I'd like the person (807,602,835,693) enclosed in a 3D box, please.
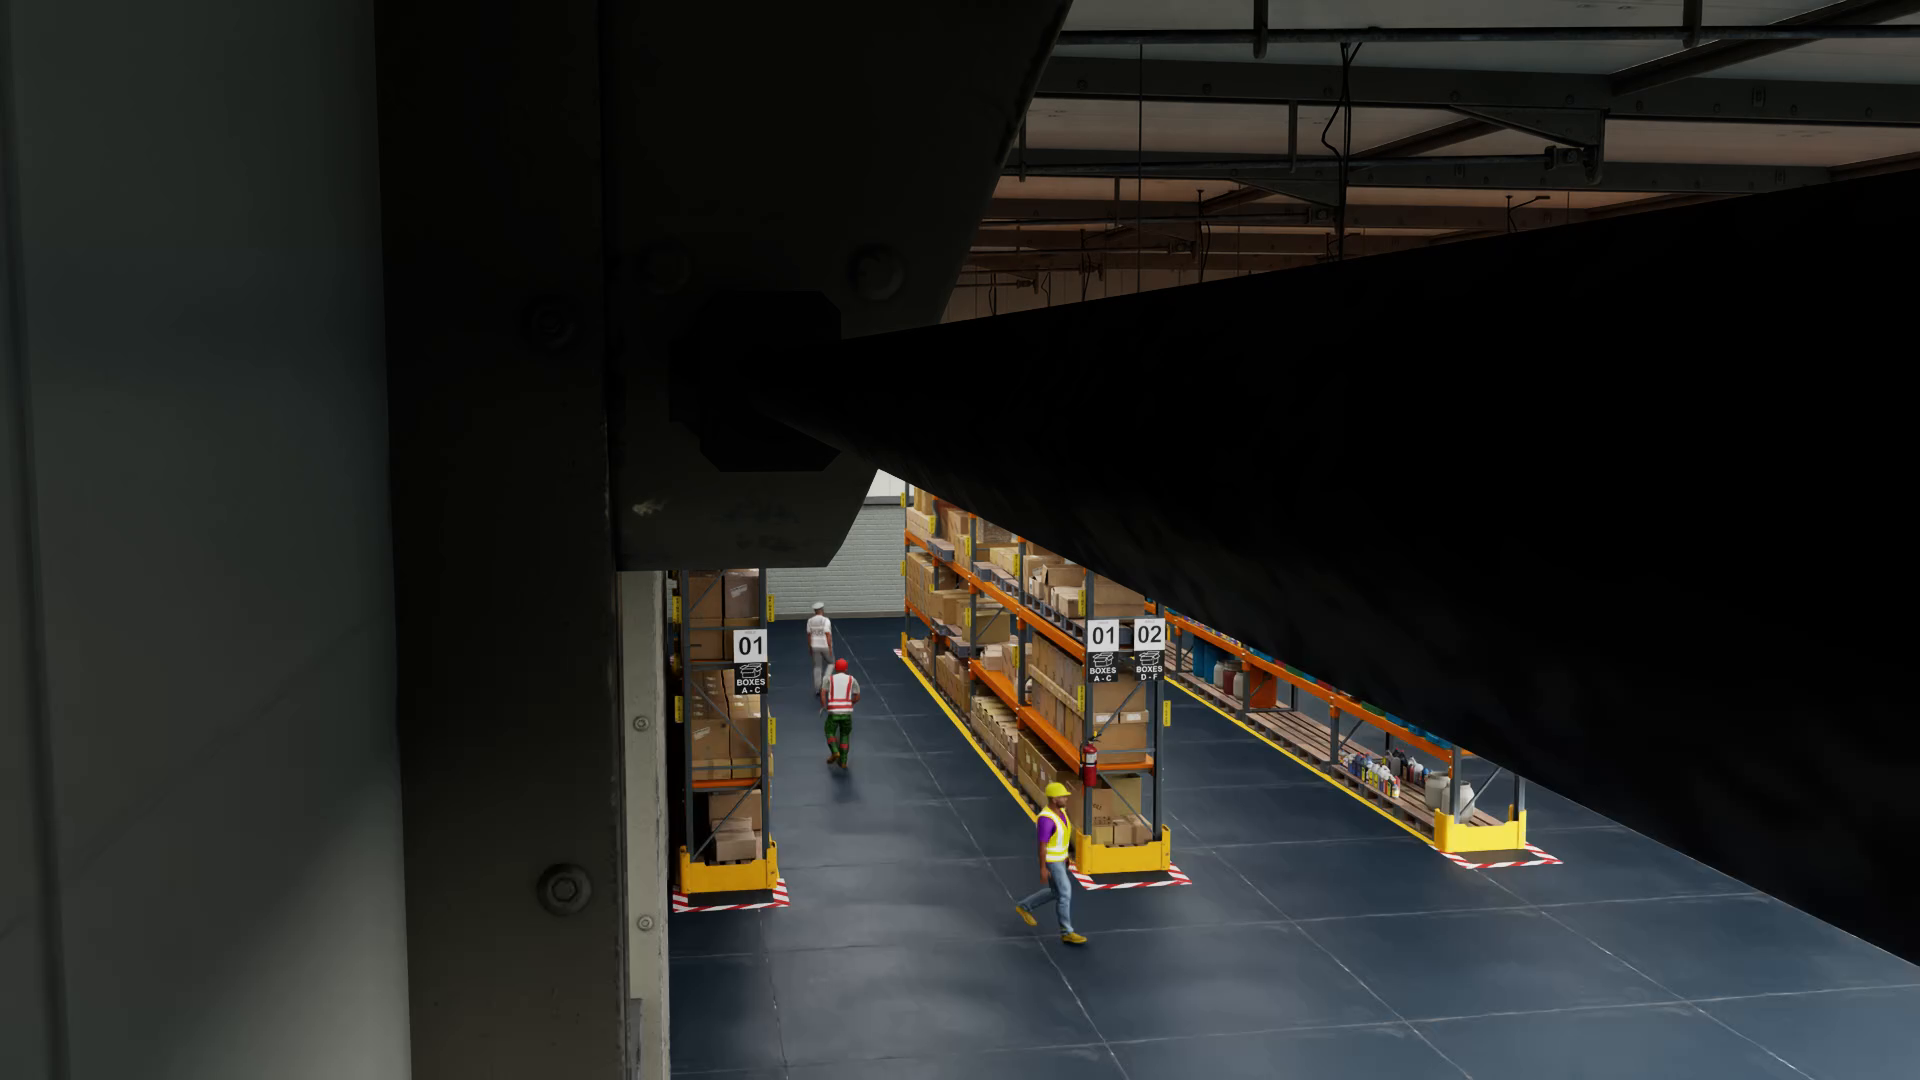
[{"bbox_3d":[-2.703,2.089,32.350,0.579,1.760,0.491,1,6,10],"label":"person"}]

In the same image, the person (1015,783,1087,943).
[{"bbox_3d":[1.026,3.547,18.481,0.891,1.740,0.628,2,6,21],"label":"person"}]

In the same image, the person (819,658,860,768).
[{"bbox_3d":[-1.914,2.751,26.547,0.659,1.682,0.781,-1,6,-10],"label":"person"}]
